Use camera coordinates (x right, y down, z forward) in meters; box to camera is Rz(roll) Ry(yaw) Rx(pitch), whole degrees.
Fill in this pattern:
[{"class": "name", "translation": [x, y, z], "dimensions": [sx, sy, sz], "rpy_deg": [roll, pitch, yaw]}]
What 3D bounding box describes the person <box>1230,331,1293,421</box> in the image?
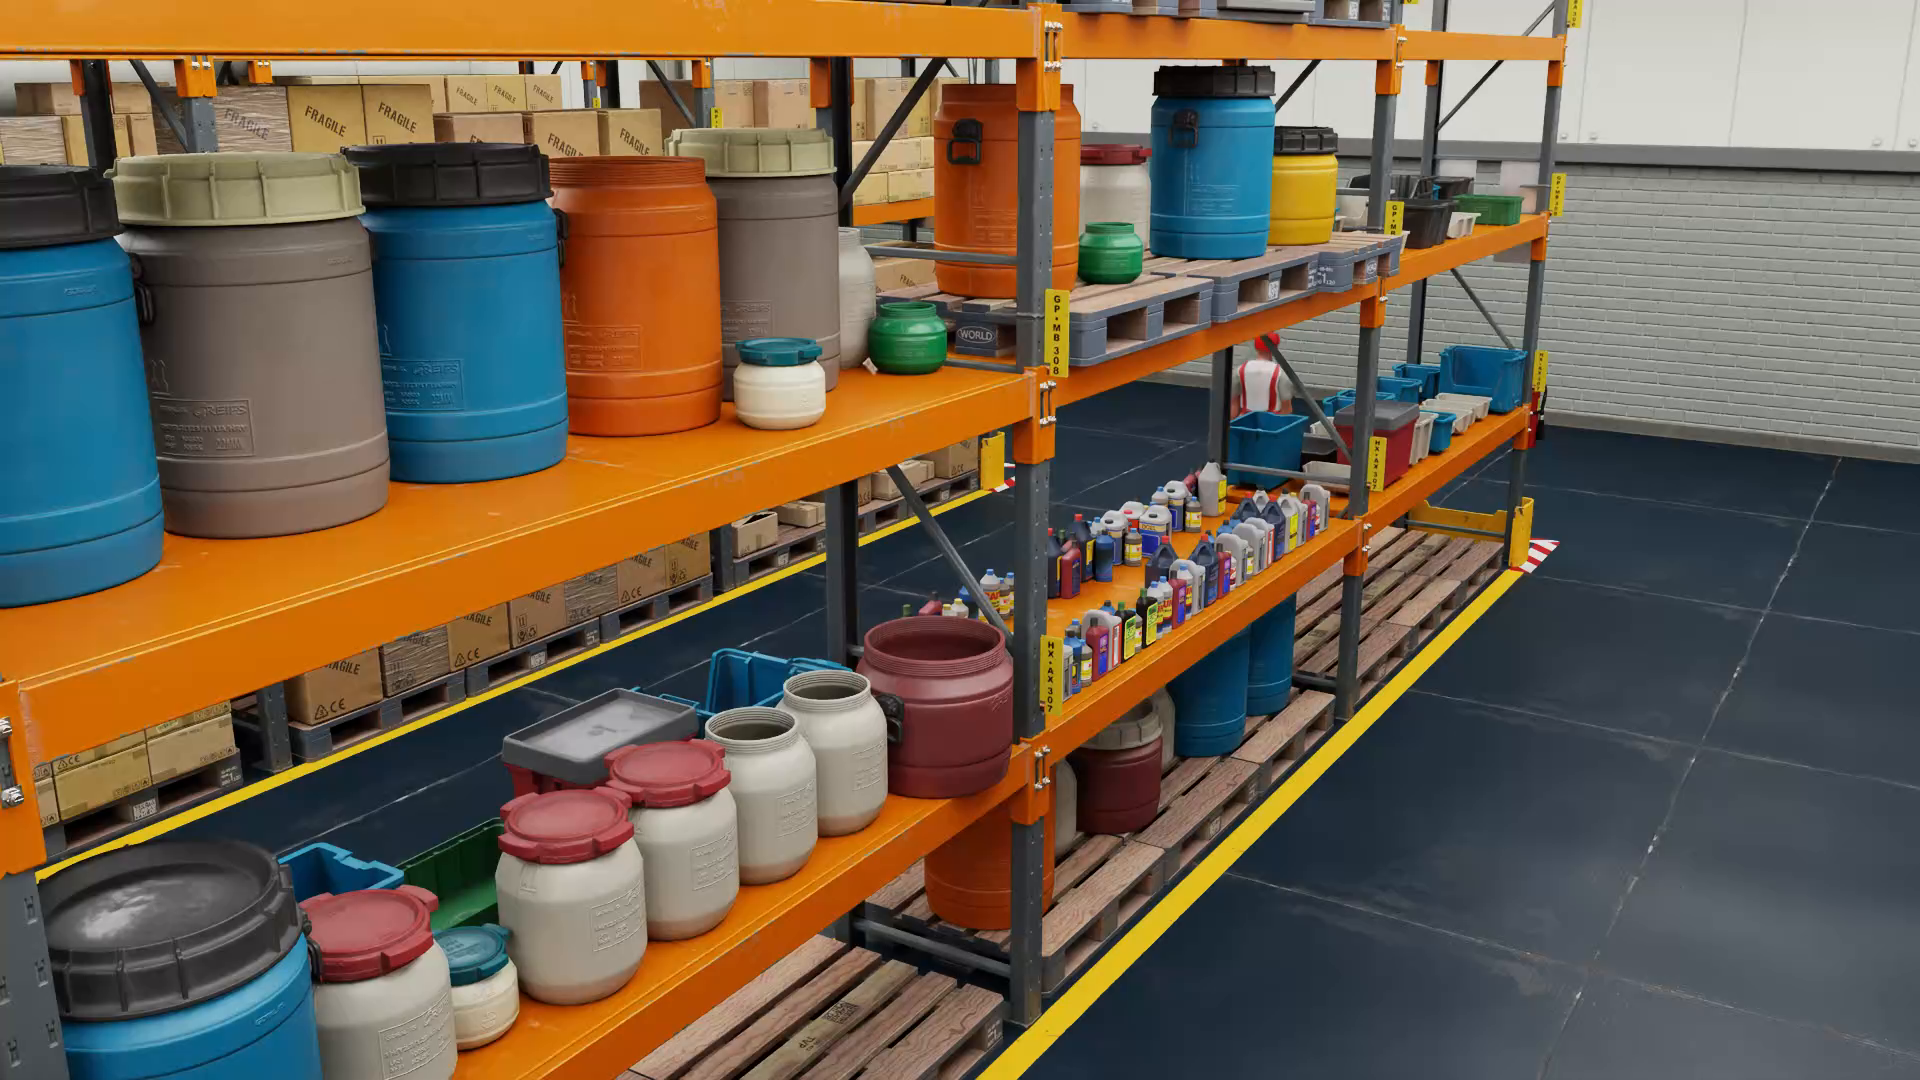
[{"class": "person", "translation": [2.563, -0.912, 14.070], "dimensions": [0.556, 1.776, 0.487], "rpy_deg": [10, 19, 30]}]
